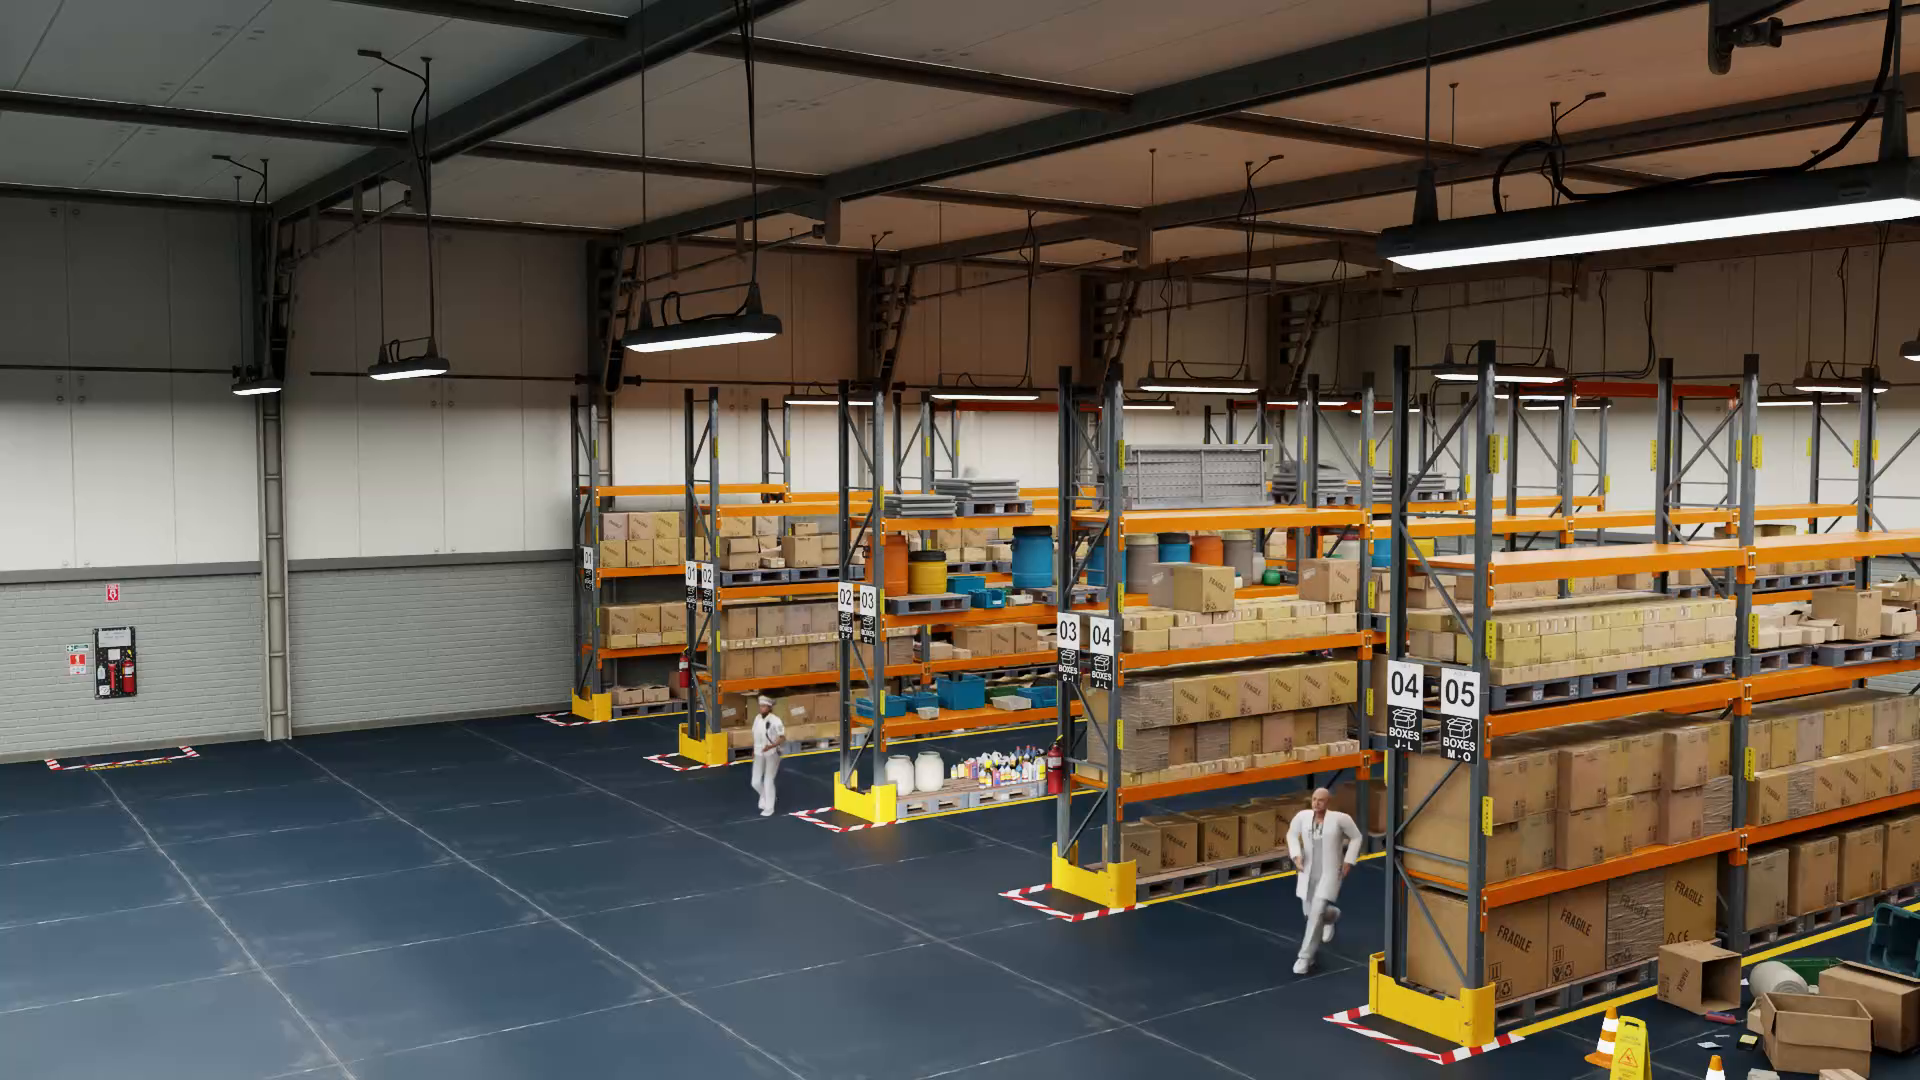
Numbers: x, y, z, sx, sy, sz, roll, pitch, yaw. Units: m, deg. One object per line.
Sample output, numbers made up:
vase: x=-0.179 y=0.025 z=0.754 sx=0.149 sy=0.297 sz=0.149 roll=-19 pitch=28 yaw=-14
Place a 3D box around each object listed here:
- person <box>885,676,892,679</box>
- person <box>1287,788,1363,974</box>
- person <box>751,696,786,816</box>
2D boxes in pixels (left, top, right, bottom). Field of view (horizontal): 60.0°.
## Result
person: x=-1.402 y=2.442 z=30.885 sx=0.896 sy=1.765 sz=0.683 roll=-2 pitch=4 yaw=-35
person: x=3.571 y=3.302 z=16.416 sx=0.736 sy=1.765 sz=1.004 roll=2 pitch=4 yaw=32
person: x=-2.667 y=2.960 z=22.836 sx=0.565 sy=1.667 sz=0.565 roll=1 pitch=4 yaw=22
